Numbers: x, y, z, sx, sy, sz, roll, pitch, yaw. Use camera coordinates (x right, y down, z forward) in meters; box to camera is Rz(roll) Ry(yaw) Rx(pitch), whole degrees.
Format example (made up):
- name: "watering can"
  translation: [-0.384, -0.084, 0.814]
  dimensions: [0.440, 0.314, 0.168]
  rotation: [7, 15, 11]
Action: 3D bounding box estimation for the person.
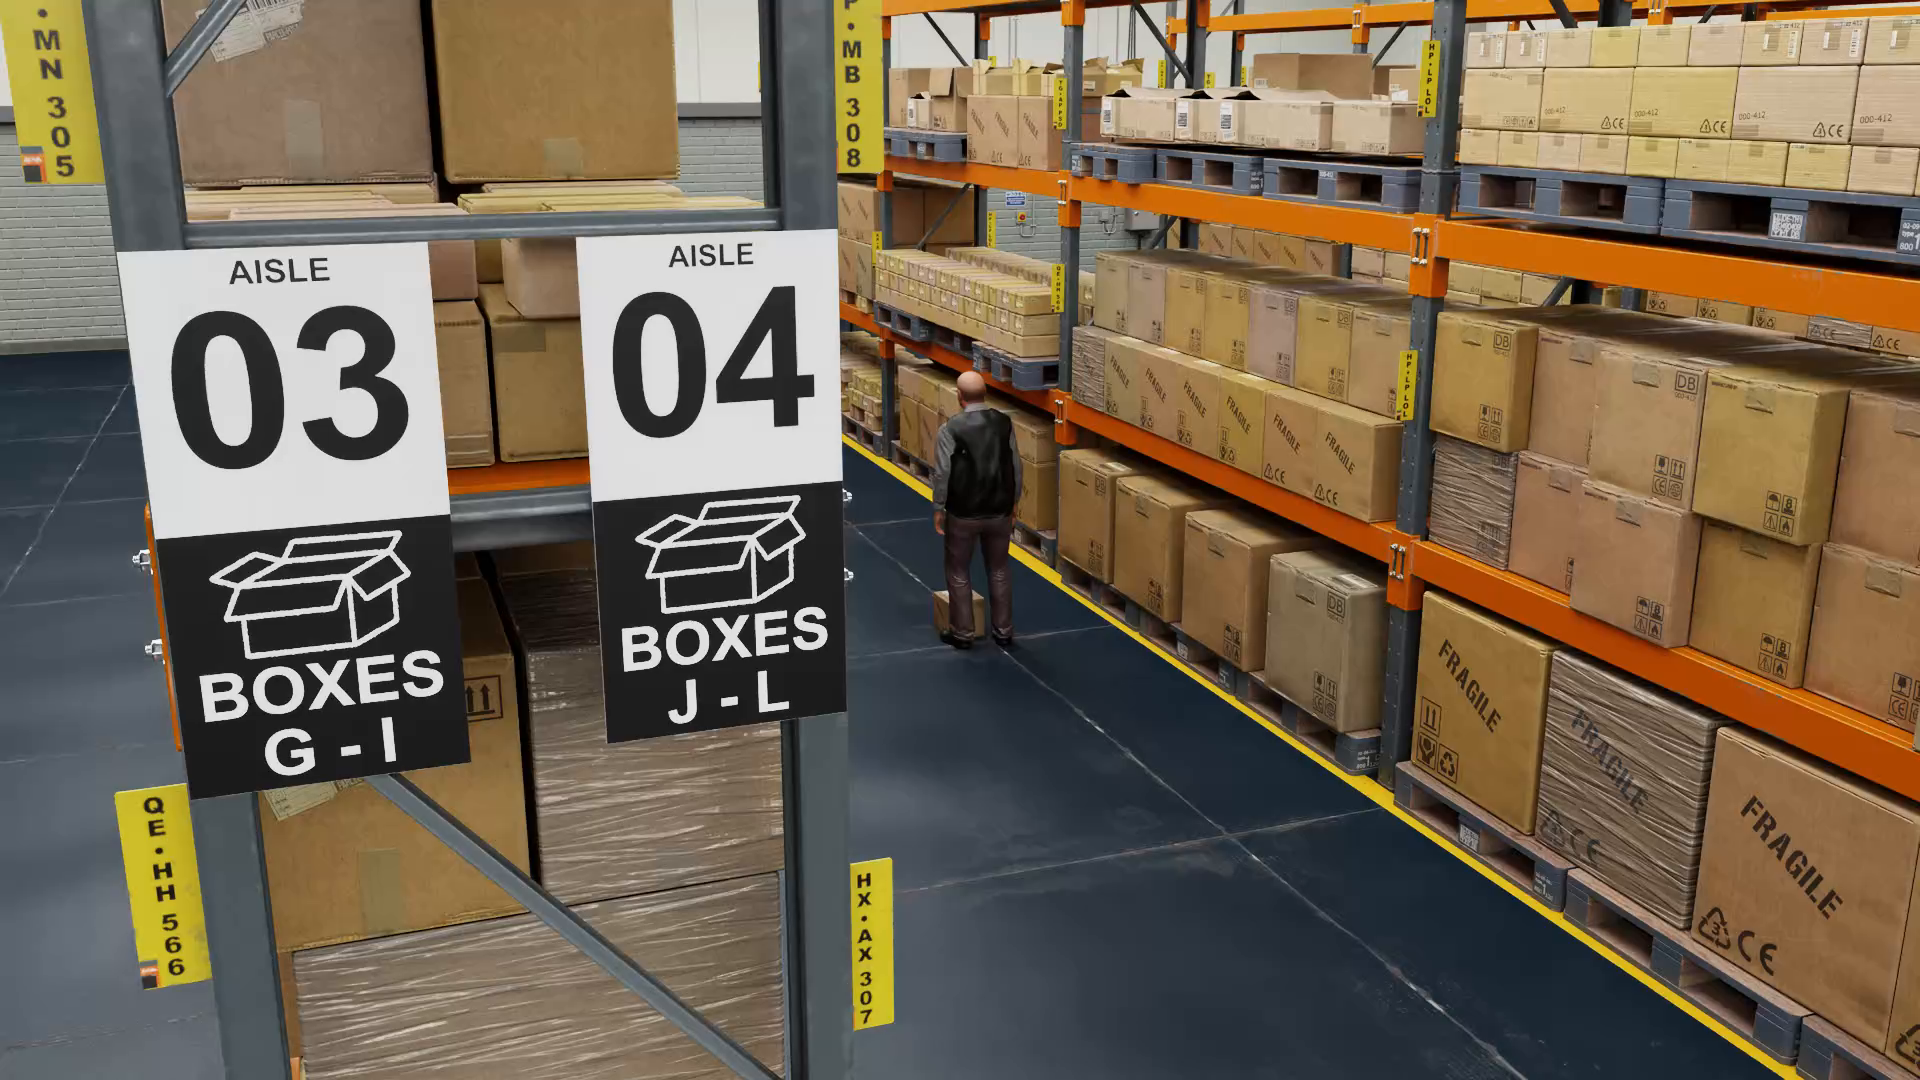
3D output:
- name: "person"
  translation: [0.101, -0.174, 10.198]
  dimensions: [0.579, 1.720, 0.468]
  rotation: [-6, 17, -20]
